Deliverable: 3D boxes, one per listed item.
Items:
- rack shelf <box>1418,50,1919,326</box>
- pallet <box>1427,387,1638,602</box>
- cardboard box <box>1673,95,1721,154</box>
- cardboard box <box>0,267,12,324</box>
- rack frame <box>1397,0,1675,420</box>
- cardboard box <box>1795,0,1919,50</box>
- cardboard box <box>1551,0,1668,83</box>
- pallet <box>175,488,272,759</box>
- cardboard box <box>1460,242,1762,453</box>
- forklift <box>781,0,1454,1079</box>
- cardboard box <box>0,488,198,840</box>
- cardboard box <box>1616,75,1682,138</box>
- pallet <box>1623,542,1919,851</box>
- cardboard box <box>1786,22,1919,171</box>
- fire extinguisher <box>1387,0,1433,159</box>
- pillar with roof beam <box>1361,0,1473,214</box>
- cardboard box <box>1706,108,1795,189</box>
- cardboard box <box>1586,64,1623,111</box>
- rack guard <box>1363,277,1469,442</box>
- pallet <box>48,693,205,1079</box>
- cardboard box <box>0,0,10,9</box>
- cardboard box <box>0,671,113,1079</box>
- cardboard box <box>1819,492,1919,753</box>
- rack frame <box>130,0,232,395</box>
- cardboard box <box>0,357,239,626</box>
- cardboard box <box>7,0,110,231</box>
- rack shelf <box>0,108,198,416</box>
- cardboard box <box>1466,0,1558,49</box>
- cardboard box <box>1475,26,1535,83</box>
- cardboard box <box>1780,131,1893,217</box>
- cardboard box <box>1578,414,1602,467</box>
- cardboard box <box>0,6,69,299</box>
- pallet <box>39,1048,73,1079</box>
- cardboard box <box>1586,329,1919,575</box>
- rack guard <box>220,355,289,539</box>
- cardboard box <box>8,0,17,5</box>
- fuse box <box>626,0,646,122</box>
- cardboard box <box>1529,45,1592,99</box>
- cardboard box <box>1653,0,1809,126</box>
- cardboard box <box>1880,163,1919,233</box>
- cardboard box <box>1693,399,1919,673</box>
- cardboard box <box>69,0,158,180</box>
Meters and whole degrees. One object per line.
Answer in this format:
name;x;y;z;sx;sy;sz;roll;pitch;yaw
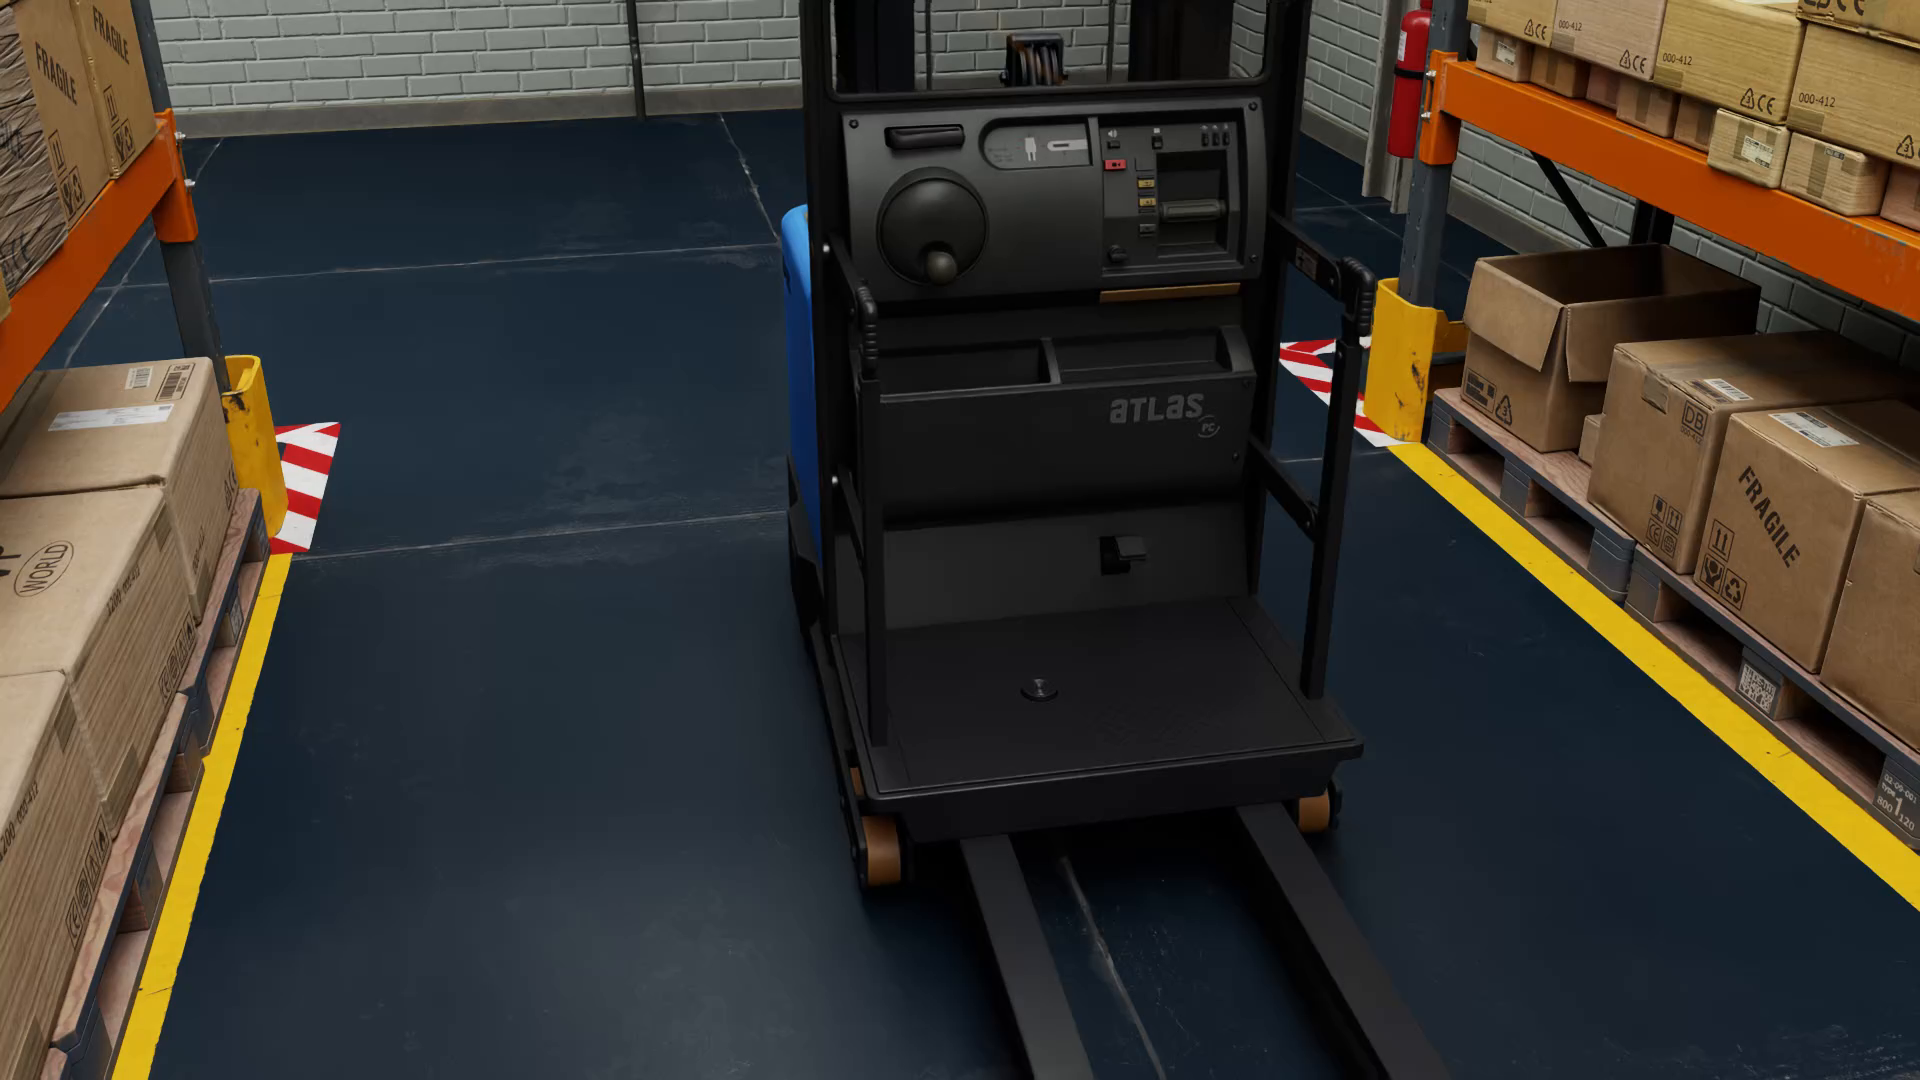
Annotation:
rack shelf;2.528;-0.651;4.008;1.077;0.370;4.000;-6;27;-12
pallet;2.275;-0.221;5.455;1.003;0.211;1.213;-6;27;-12
cardboard box;2.142;-1.113;4.406;0.380;0.149;0.250;-6;27;-11
cardboard box;-2.038;-0.532;2.864;0.500;0.500;0.500;-5;27;-10
rack frame;2.077;-1.850;5.586;1.000;3.000;0.127;-6;27;-12
cardboard box;2.256;-1.365;3.630;0.500;0.500;0.500;-5;27;-10
cardboard box;2.031;-1.468;4.665;0.500;0.250;0.500;-6;27;-11
pallet;-2.501;0.244;4.533;1.003;0.211;1.213;-6;27;-12
cardboard box;2.123;-0.645;5.503;0.797;0.503;0.637;-7;28;-14
forklift;0.257;-0.714;3.412;1.130;2.935;3.031;-5;27;-10
cardboard box;-2.297;0.293;3.718;0.875;0.438;0.875;-5;27;-10
cardboard box;2.077;-1.229;4.636;0.380;0.149;0.250;-5;27;-10
pallet;2.547;0.313;4.396;1.003;0.211;1.213;-6;27;-12
cardboard box;2.285;-1.023;3.785;0.500;0.250;0.500;-7;28;-13
fire extinguisher;1.594;-1.666;5.722;0.296;0.674;0.183;-6;27;-12
pillar with roof beam;-1.846;-5.366;5.894;9.100;9.000;0.400;-6;27;-12
cardboard box;2.126;-0.995;4.171;0.380;0.149;0.250;-7;28;-13
cardboard box;2.080;-1.347;4.868;0.380;0.149;0.250;-6;27;-12
rack guard;2.095;-0.700;6.083;1.175;0.500;0.348;-6;27;-12
pallet;-2.230;0.778;3.474;1.003;0.211;1.213;-6;27;-12
cardboard box;-2.162;-1.204;3.085;0.500;0.500;0.500;-6;27;-12
cardboard box;-2.095;0.689;2.934;0.875;0.438;0.875;-7;28;-13
cardboard box;2.512;0.192;3.849;0.700;0.500;0.500;-7;28;-14
rack frame;-2.758;-1.344;4.584;1.000;3.000;0.127;-6;27;-12
cardboard box;-2.511;-0.108;4.513;0.875;0.438;0.875;-7;28;-13
cardboard box;-2.293;-0.982;3.756;0.500;0.500;0.500;-7;28;-13
rack shelf;-2.307;-0.145;3.007;1.077;0.370;4.000;-6;27;-12
cardboard box;1.917;-1.689;5.104;0.500;0.250;0.500;-6;27;-11
cardboard box;1.884;-1.565;5.301;0.380;0.149;0.250;-6;27;-12
cardboard box;2.205;-0.881;3.946;0.380;0.149;0.250;-5;27;-10
cardboard box;2.181;-0.296;5.205;0.380;0.149;0.250;-7;28;-14
cardboard box;-2.167;-0.757;3.310;0.500;0.500;0.500;-5;27;-10
pallet;-1.951;1.315;2.410;1.003;0.211;1.213;-6;27;-12
cardboard box;2.278;-0.264;4.752;0.700;0.500;0.500;-5;27;-9
rack guard;-2.763;-0.239;5.168;1.175;0.500;0.348;-6;27;-12
cardboard box;-2.271;-1.421;3.516;0.500;0.500;0.500;-6;27;-11
fuse box;-1.972;-3.391;10.070;0.539;1.711;0.414;-6;27;-12
cardboard box;1.987;-1.458;5.089;0.380;0.149;0.250;-5;27;-10
cardboard box;2.149;-1.246;4.225;0.500;0.250;0.500;-6;27;-13
cardboard box;2.331;-0.775;3.736;0.380;0.149;0.250;-6;27;-12
cardboard box;2.299;-0.022;4.272;0.500;0.500;0.500;-5;27;-11
cardboard box;-2.391;-1.204;4.195;0.500;0.500;0.500;-6;27;-11
